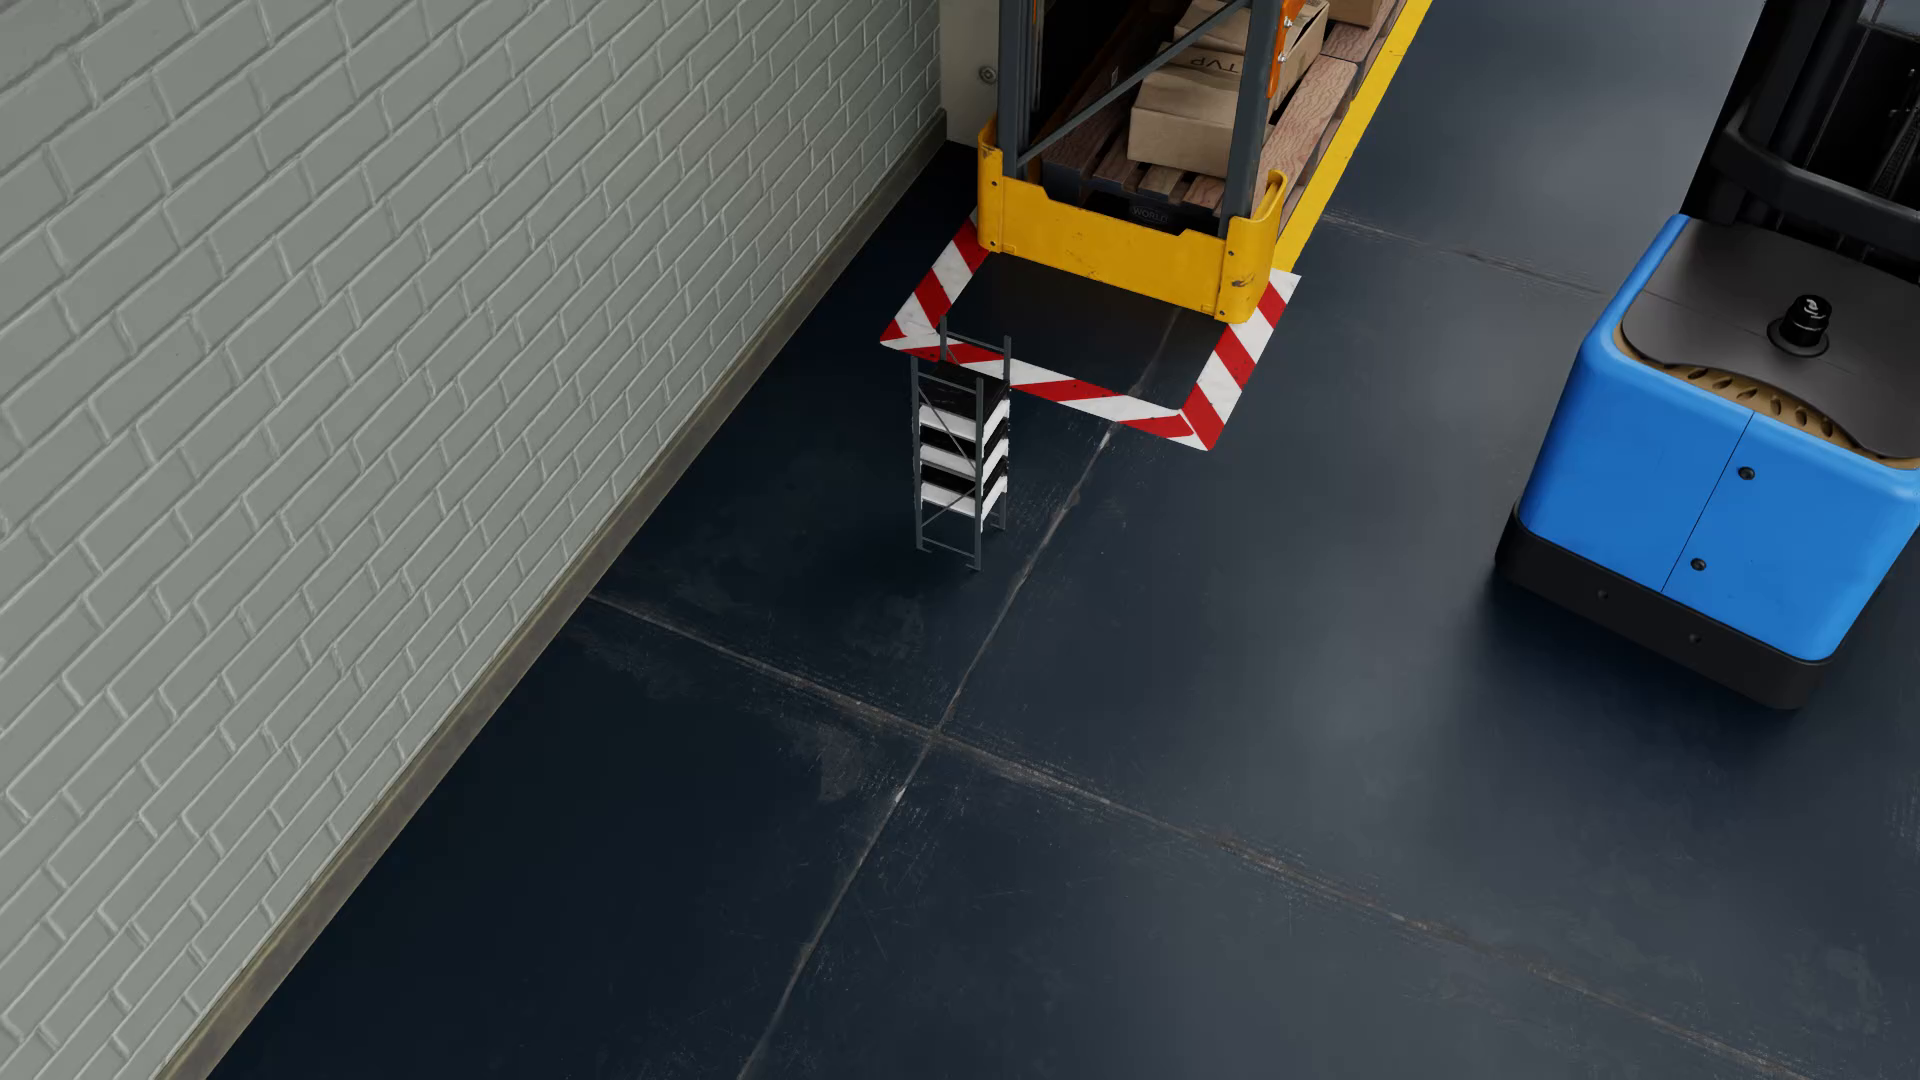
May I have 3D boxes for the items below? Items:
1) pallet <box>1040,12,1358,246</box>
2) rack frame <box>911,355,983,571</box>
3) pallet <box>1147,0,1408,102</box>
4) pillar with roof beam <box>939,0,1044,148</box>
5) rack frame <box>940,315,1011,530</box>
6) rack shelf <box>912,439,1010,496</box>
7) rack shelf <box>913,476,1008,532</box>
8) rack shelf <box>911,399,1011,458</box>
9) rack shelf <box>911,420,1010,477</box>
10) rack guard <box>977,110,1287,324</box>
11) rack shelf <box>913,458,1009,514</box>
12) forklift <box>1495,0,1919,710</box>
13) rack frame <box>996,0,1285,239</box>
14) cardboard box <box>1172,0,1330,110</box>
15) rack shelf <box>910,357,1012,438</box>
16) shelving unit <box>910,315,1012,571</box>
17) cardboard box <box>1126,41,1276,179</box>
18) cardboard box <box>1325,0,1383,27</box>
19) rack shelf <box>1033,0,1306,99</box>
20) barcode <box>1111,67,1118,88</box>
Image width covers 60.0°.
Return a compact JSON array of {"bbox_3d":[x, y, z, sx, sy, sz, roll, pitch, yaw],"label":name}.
[{"bbox_3d":[1.028,-1.748,7.099,1.003,0.211,1.213,20,52,16],"label":"pallet"},{"bbox_3d":[-0.040,-0.227,5.352,0.240,0.900,0.006,20,52,16],"label":"rack frame"},{"bbox_3d":[1.551,-2.585,7.811,1.003,0.211,1.213,20,52,16],"label":"pallet"},{"bbox_3d":[4.026,-3.358,2.699,9.100,9.000,0.400,20,52,16],"label":"pillar with roof beam"},{"bbox_3d":[0.047,-0.367,5.472,0.240,0.900,0.006,20,52,16],"label":"rack frame"},{"bbox_3d":[0.003,-0.276,5.437,0.258,0.077,0.200,20,52,16],"label":"rack shelf"},{"bbox_3d":[0.003,-0.159,5.575,0.258,0.077,0.200,20,52,16],"label":"rack shelf"},{"bbox_3d":[0.003,-0.392,5.300,0.258,0.077,0.200,20,52,16],"label":"rack shelf"},{"bbox_3d":[0.003,-0.334,5.369,0.258,0.077,0.200,20,52,16],"label":"rack shelf"},{"bbox_3d":[0.649,-1.293,6.522,1.175,0.500,0.348,20,52,16],"label":"rack guard"},{"bbox_3d":[0.003,-0.217,5.506,0.258,0.077,0.200,20,52,16],"label":"rack shelf"},{"bbox_3d":[3.070,-1.507,5.108,1.130,2.935,3.031,29,55,22],"label":"forklift"},{"bbox_3d":[0.617,-2.051,5.526,1.000,3.000,0.127,20,52,16],"label":"rack frame"},{"bbox_3d":[1.237,-2.162,7.097,0.500,0.311,0.500,24,54,19],"label":"cardboard box"},{"bbox_3d":[0.003,-0.451,5.232,0.258,0.077,0.200,20,52,16],"label":"rack shelf"},{"bbox_3d":[0.003,-0.297,5.412,0.258,0.900,0.210,20,52,16],"label":"shelving unit"},{"bbox_3d":[0.994,-1.770,6.763,0.500,0.311,0.500,14,51,12],"label":"cardboard box"},{"bbox_3d":[1.596,-2.712,7.441,0.700,0.500,0.500,17,52,14],"label":"cardboard box"},{"bbox_3d":[1.471,-3.195,6.972,1.077,0.370,4.000,20,52,16],"label":"rack shelf"},{"bbox_3d":[0.640,-1.915,6.881,0.001,0.075,0.075,20,52,16],"label":"barcode"}]
